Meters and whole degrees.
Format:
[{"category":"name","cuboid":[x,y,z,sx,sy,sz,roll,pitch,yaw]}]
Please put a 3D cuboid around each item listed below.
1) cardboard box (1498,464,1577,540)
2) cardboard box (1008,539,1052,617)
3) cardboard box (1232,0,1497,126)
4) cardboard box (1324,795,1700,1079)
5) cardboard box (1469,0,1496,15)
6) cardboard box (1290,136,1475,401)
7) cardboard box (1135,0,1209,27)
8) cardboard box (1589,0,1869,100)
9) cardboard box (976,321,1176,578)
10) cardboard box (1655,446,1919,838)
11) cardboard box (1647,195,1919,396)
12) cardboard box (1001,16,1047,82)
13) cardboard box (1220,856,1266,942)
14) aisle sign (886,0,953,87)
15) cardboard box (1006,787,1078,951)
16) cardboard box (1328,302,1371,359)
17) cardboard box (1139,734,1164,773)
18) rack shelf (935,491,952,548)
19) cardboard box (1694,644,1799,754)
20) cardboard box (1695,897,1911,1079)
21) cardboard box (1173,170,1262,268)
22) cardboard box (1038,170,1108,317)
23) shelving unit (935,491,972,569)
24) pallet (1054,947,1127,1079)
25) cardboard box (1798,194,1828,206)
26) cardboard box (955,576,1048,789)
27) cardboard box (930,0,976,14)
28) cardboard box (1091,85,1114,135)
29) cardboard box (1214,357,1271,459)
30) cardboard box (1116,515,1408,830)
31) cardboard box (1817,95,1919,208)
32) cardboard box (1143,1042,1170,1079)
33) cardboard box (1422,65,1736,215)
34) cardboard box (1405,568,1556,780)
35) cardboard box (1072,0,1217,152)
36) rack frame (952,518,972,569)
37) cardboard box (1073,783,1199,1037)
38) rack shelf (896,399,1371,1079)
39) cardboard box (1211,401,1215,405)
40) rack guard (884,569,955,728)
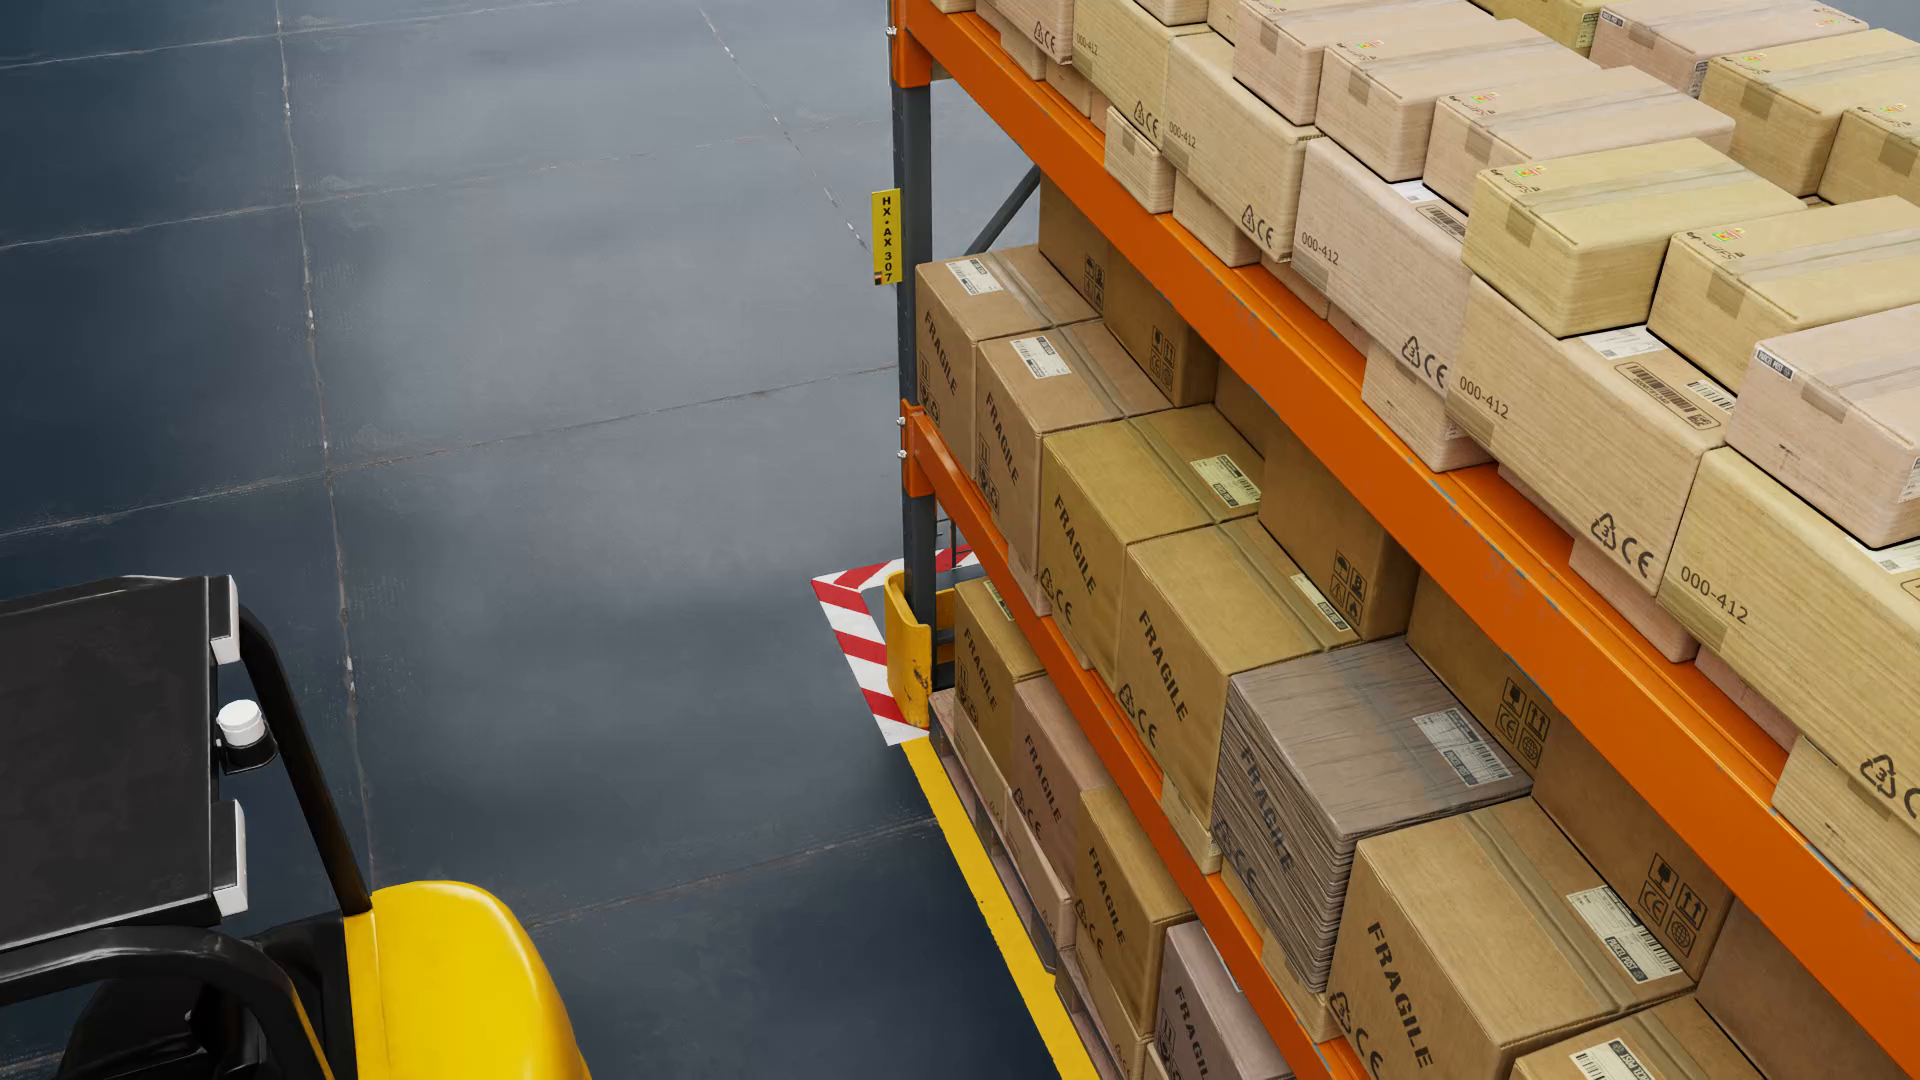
[{"category":"cardboard box","cuboid":[1.103,-0.141,2.660,0.380,0.149,0.250,-14,39,-17]},{"category":"cardboard box","cuboid":[0.361,0.060,4.886,0.380,0.149,0.250,-12,39,-15]},{"category":"cardboard box","cuboid":[0.718,-0.881,2.979,0.380,0.149,0.250,-12,39,-15]},{"category":"cardboard box","cuboid":[1.086,0.878,3.261,0.500,0.500,0.500,-11,38,-14]},{"category":"cardboard box","cuboid":[1.232,-1.161,3.352,0.380,0.149,0.250,-11,38,-15]},{"category":"cardboard box","cuboid":[0.914,-0.502,2.807,0.500,0.250,0.500,-13,39,-17]},{"category":"cardboard box","cuboid":[0.545,-1.173,3.366,0.380,0.149,0.250,-11,38,-15]},{"category":"cardboard box","cuboid":[1.354,-0.861,2.953,0.380,0.149,0.250,-13,39,-17]},{"category":"cardboard box","cuboid":[0.363,-0.276,4.793,0.500,0.500,0.500,-11,38,-15]},{"category":"cardboard box","cuboid":[1.250,0.074,2.043,0.500,0.250,0.500,-13,39,-16]},{"category":"cardboard box","cuboid":[1.175,-0.321,2.236,0.380,0.149,0.250,-12,38,-15]},{"category":"cardboard box","cuboid":[0.322,-1.291,4.186,0.380,0.149,0.250,-11,38,-15]},{"category":"cardboard box","cuboid":[0.846,0.783,3.926,0.380,0.149,0.250,-13,39,-17]},{"category":"aisle sign","cuboid":[-0.033,-1.743,4.911,0.394,0.787,0.004,-12,39,-16]},{"category":"cardboard box","cuboid":[0.466,0.999,5.367,0.500,0.250,0.500,-11,38,-14]},{"category":"cardboard box","cuboid":[0.910,-0.436,3.051,0.380,0.149,0.250,-12,39,-15]},{"category":"cardboard box","cuboid":[0.692,0.491,4.314,0.380,0.149,0.250,-13,39,-17]},{"category":"rack shelf","cuboid":[0.018,-0.159,7.068,0.215,0.259,0.240,-12,39,-16]},{"category":"cardboard box","cuboid":[1.256,0.152,2.271,0.380,0.149,0.250,-12,39,-15]},{"category":"cardboard box","cuboid":[1.708,0.674,2.701,0.700,0.500,0.500,-13,39,-16]},{"category":"cardboard box","cuboid":[0.666,-0.708,3.412,0.380,0.149,0.250,-13,39,-17]},{"category":"cardboard box","cuboid":[0.660,-1.049,4.988,0.700,0.500,0.500,-13,39,-17]},{"category":"shelving unit","cuboid":[0.018,-0.389,6.894,0.215,1.050,0.252,-12,39,-16]},{"category":"pallet","cuboid":[0.968,1.577,4.981,1.003,0.211,1.213,-12,39,-16]},{"category":"cardboard box","cuboid":[1.415,-0.612,2.954,0.500,0.250,0.500,-12,39,-16]},{"category":"cardboard box","cuboid":[0.306,0.423,5.508,0.500,0.500,0.500,-14,39,-17]},{"category":"cardboard box","cuboid":[0.088,-1.577,4.567,0.380,0.149,0.250,-12,39,-16]},{"category":"cardboard box","cuboid":[0.525,-1.007,3.809,0.380,0.149,0.250,-14,39,-17]},{"category":"cardboard box","cuboid":[1.099,-0.495,4.252,0.700,0.500,0.500,-13,39,-16]},{"category":"cardboard box","cuboid":[0.722,0.297,4.032,0.500,0.500,0.500,-13,39,-17]},{"category":"cardboard box","cuboid":[1.589,-0.582,2.583,0.380,0.149,0.250,-13,39,-16]},{"category":"cardboard box","cuboid":[0.837,1.591,4.581,0.500,0.250,0.500,-12,39,-15]},{"category":"cardboard box","cuboid":[0.969,-0.610,2.620,0.380,0.149,0.250,-13,39,-17]},{"category":"cardboard box","cuboid":[1.405,0.091,3.474,0.700,0.500,0.500,-13,39,-17]},{"category":"cardboard box","cuboid":[0.567,-1.079,3.573,0.500,0.250,0.500,-11,38,-15]},{"category":"rack frame","cuboid":[0.060,-0.320,6.803,0.200,1.050,0.008,-12,39,-16]},{"category":"cardboard box","cuboid":[0.655,1.003,4.739,0.500,0.500,0.500,-12,39,-15]},{"category":"rack shelf","cuboid":[0.967,0.683,4.448,1.077,0.370,4.000,-12,39,-16]},{"category":"cardboard box","cuboid":[0.893,-0.360,4.904,0.500,0.500,0.500,-12,39,-16]},{"category":"rack guard","cuboid":[0.305,0.307,6.427,1.175,0.500,0.348,-12,39,-16]}]
